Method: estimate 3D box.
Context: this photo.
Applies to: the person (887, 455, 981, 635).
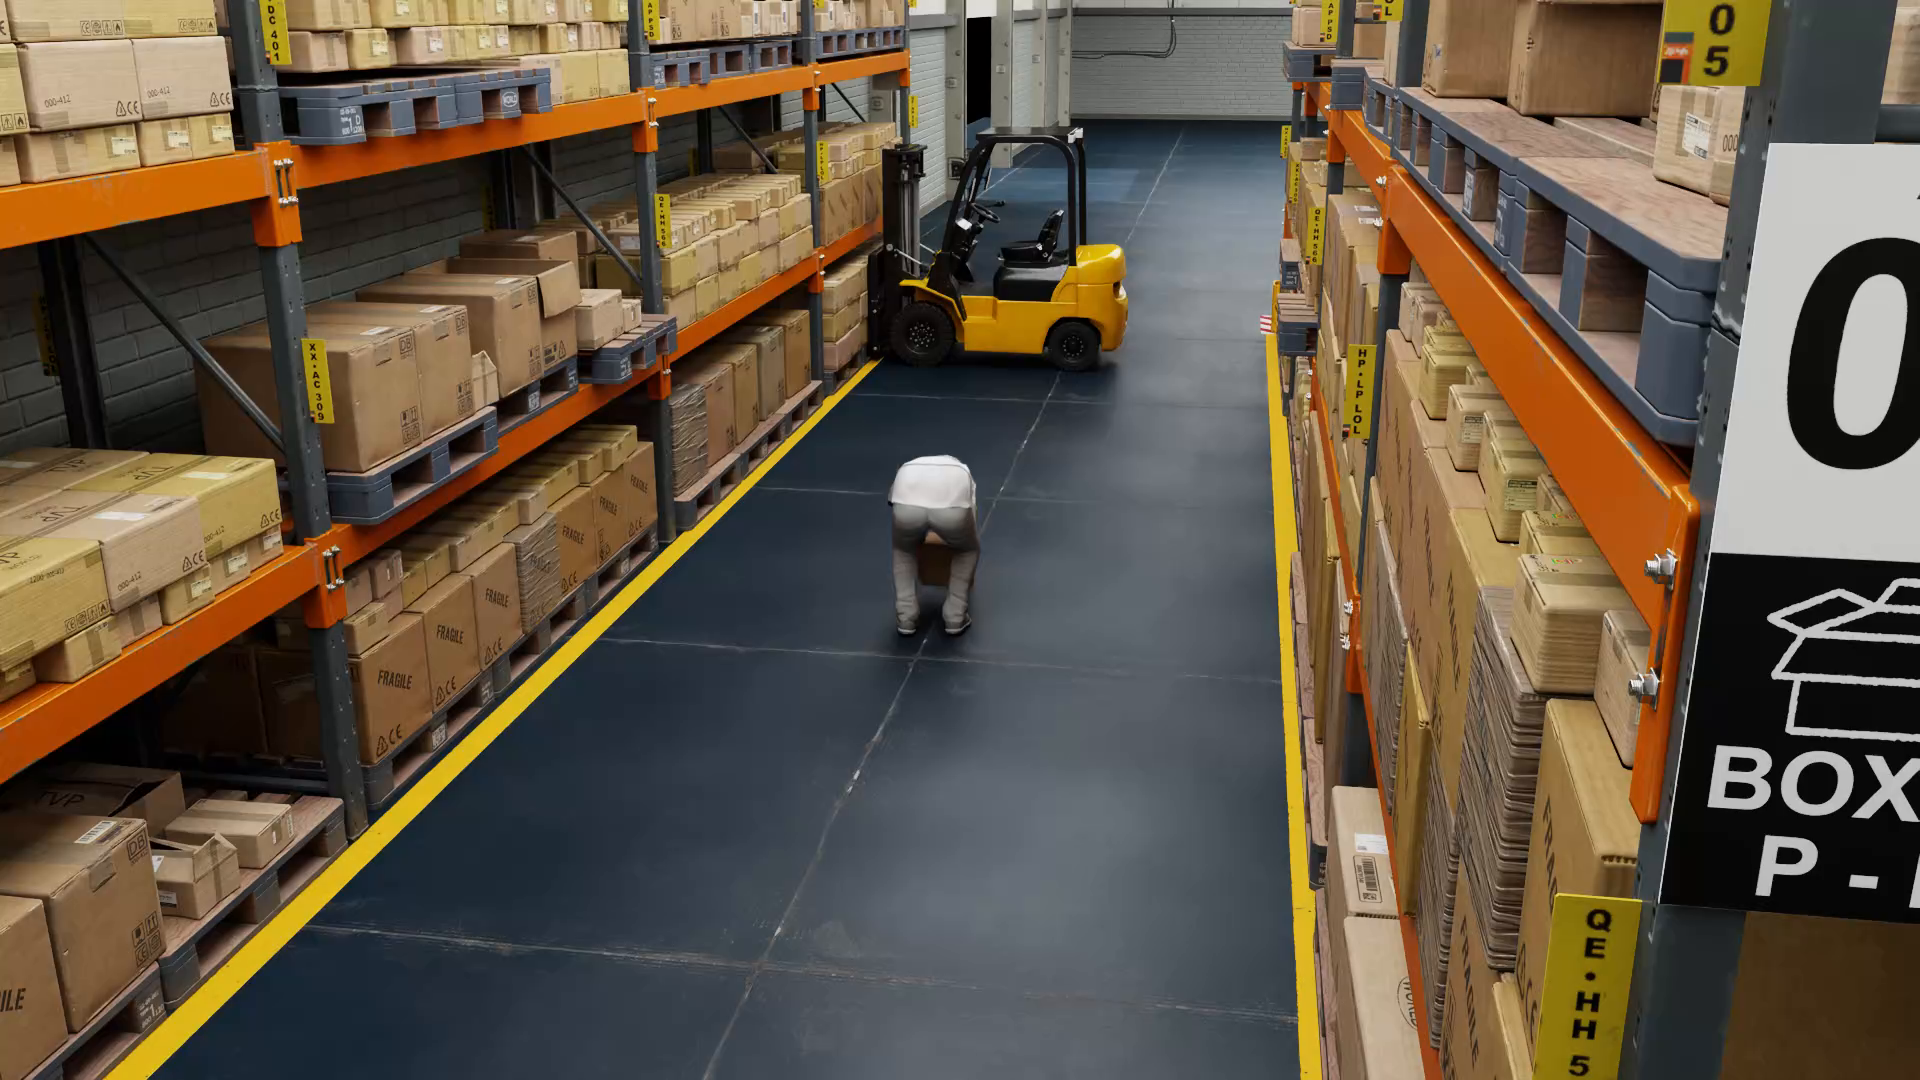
[{"bbox_3d":[-0.128,-0.024,9.221,0.495,0.990,0.946,2,18,6],"label":"person"}]
